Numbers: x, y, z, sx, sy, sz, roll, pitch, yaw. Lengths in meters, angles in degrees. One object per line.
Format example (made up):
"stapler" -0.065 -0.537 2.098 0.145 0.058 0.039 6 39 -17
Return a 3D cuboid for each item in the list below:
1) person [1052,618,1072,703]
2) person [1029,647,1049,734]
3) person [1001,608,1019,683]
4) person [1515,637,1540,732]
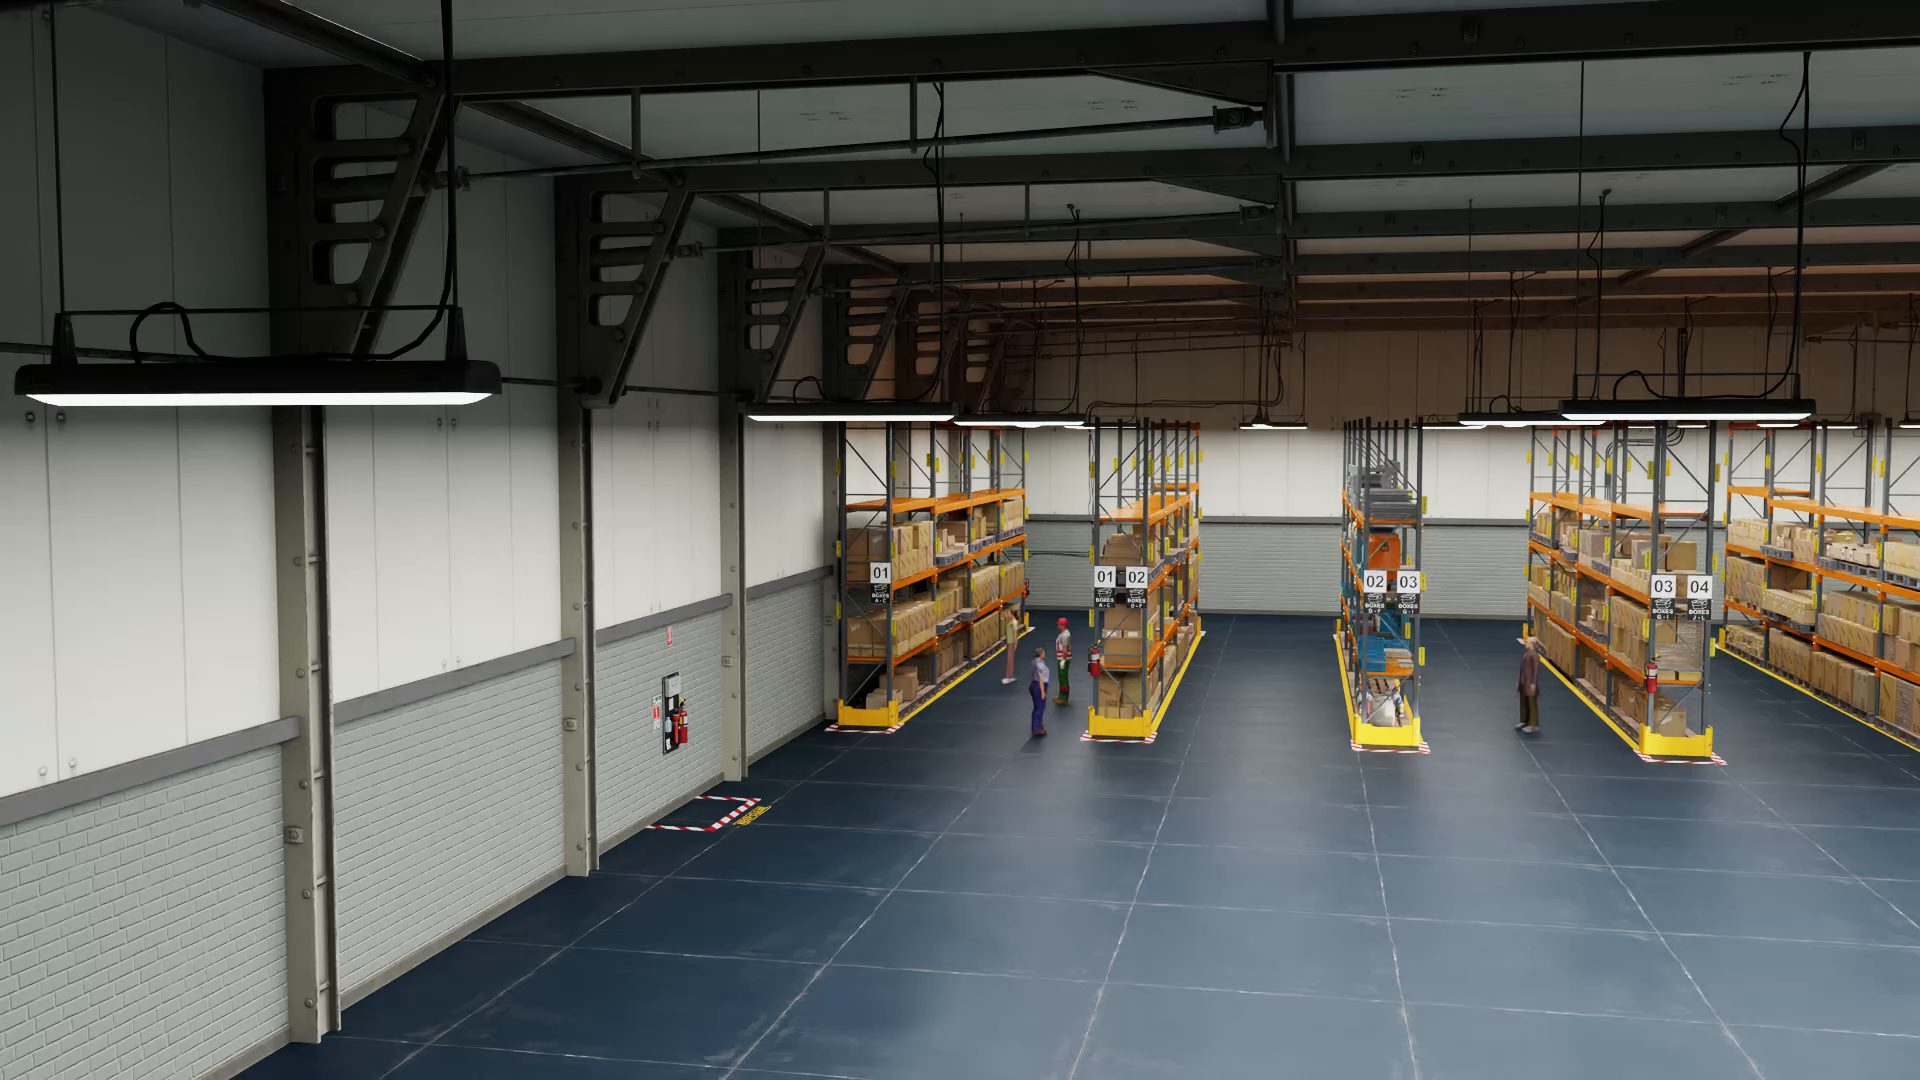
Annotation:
"person" 2.159 2.538 35.153 0.414 1.793 0.607 0 4 3
"person" 1.546 2.882 31.582 0.417 1.675 0.534 -1 4 -10
"person" 1.147 2.412 38.151 0.473 1.680 0.576 0 4 -4
"person" 10.896 2.753 31.913 0.417 1.787 0.614 -1 4 -12
